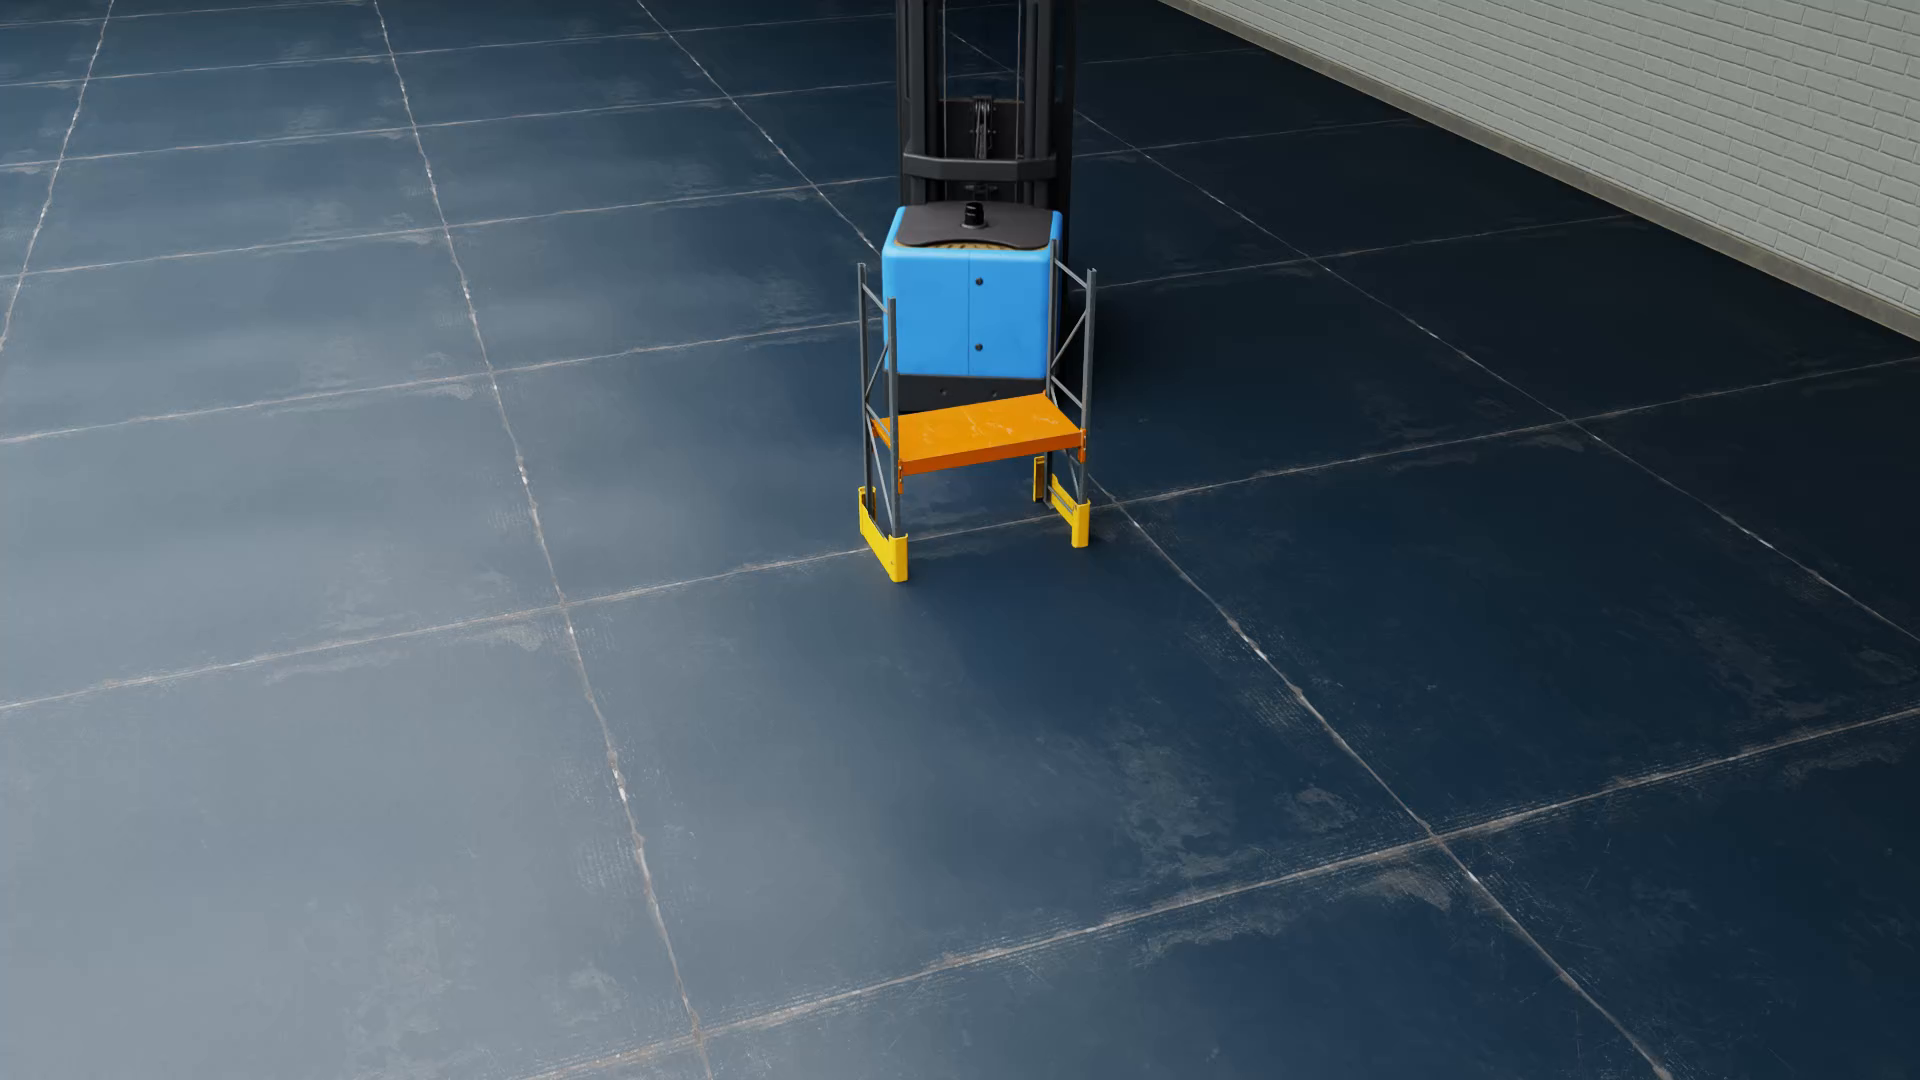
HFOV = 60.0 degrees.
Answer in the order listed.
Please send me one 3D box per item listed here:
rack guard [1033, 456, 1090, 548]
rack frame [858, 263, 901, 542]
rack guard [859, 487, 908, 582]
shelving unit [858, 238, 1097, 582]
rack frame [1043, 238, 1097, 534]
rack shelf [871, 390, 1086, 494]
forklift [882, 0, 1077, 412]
[{"bbox_3d":[0.538,-0.208,8.862,0.087,0.250,0.587,-10,31,-18],"label":"rack guard"},{"bbox_3d":[-0.396,-0.579,8.251,0.032,1.500,0.500,-10,31,-18],"label":"rack frame"},{"bbox_3d":[-0.395,-0.036,8.560,0.087,0.250,0.587,-10,31,-18],"label":"rack guard"},{"bbox_3d":[0.071,-0.665,8.402,1.083,1.500,0.587,-10,31,-18],"label":"shelving unit"},{"bbox_3d":[0.556,-0.754,8.559,0.032,1.500,0.500,-10,31,-18],"label":"rack frame"},{"bbox_3d":[0.080,-0.510,8.494,1.000,0.185,0.538,-10,31,-18],"label":"rack shelf"},{"bbox_3d":[0.179,-2.713,10.551,1.130,2.935,3.031,2,30,4],"label":"forklift"}]
